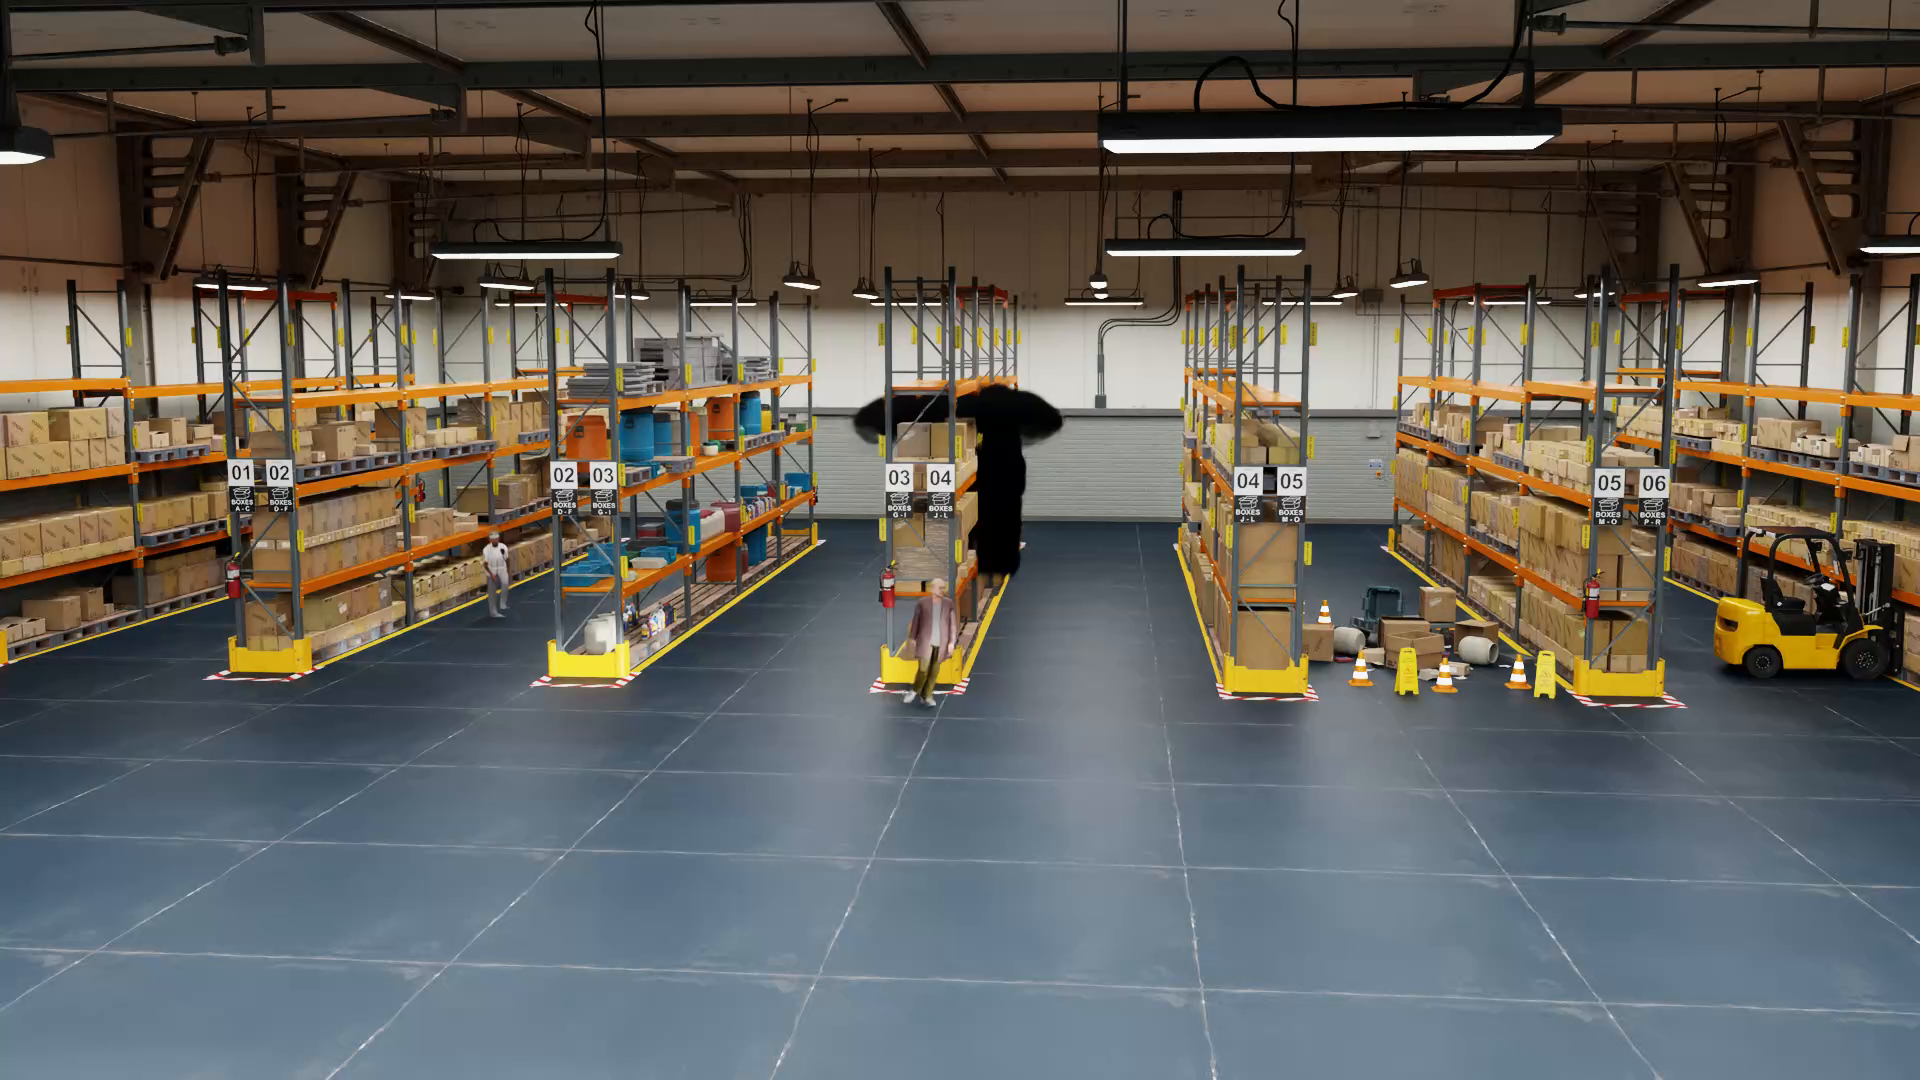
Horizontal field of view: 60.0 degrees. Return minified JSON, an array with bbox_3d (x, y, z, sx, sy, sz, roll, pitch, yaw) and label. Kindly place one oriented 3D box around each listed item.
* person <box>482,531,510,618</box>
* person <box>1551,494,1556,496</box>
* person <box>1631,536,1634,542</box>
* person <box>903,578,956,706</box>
[{"bbox_3d":[-8.131,0.623,29.212,0.478,1.608,1.020,-2,7,-20],"label":"person"},{"bbox_3d":[12.965,-0.174,36.053,0.600,1.640,0.947,-2,7,-19],"label":"person"},{"bbox_3d":[11.402,0.716,28.639,0.612,1.648,0.512,1,7,4],"label":"person"},{"bbox_3d":[-0.403,1.388,22.493,0.711,1.759,0.549,-2,7,-17],"label":"person"}]
